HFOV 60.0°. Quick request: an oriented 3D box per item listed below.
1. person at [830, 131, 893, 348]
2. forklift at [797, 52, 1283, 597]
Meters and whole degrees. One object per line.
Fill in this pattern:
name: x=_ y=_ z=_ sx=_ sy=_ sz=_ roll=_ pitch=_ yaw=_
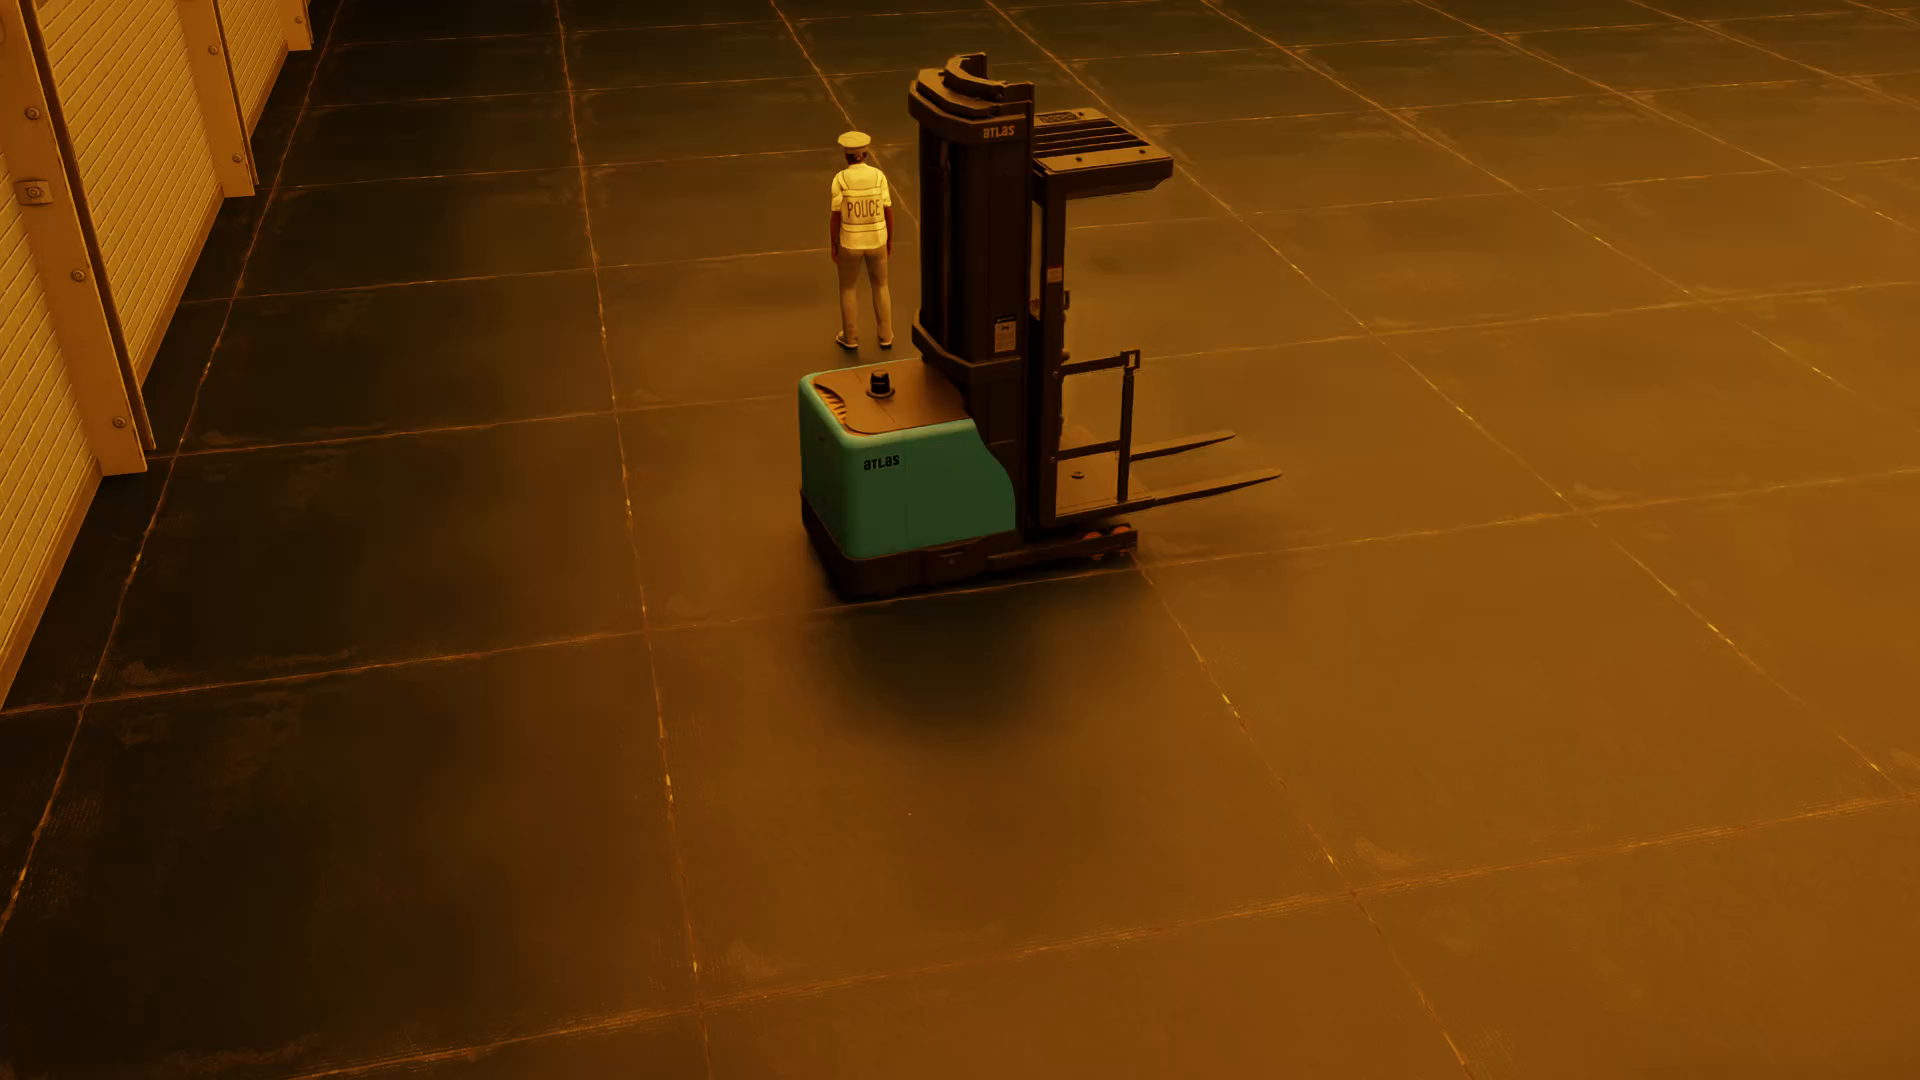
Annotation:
person: x=-0.756 y=-2.275 z=12.782 sx=0.496 sy=1.661 sz=0.390 roll=-7 pitch=31 yaw=-12
forklift: x=0.567 y=-1.385 z=9.966 sx=3.031 sy=2.935 sz=1.130 roll=-11 pitch=32 yaw=-18
